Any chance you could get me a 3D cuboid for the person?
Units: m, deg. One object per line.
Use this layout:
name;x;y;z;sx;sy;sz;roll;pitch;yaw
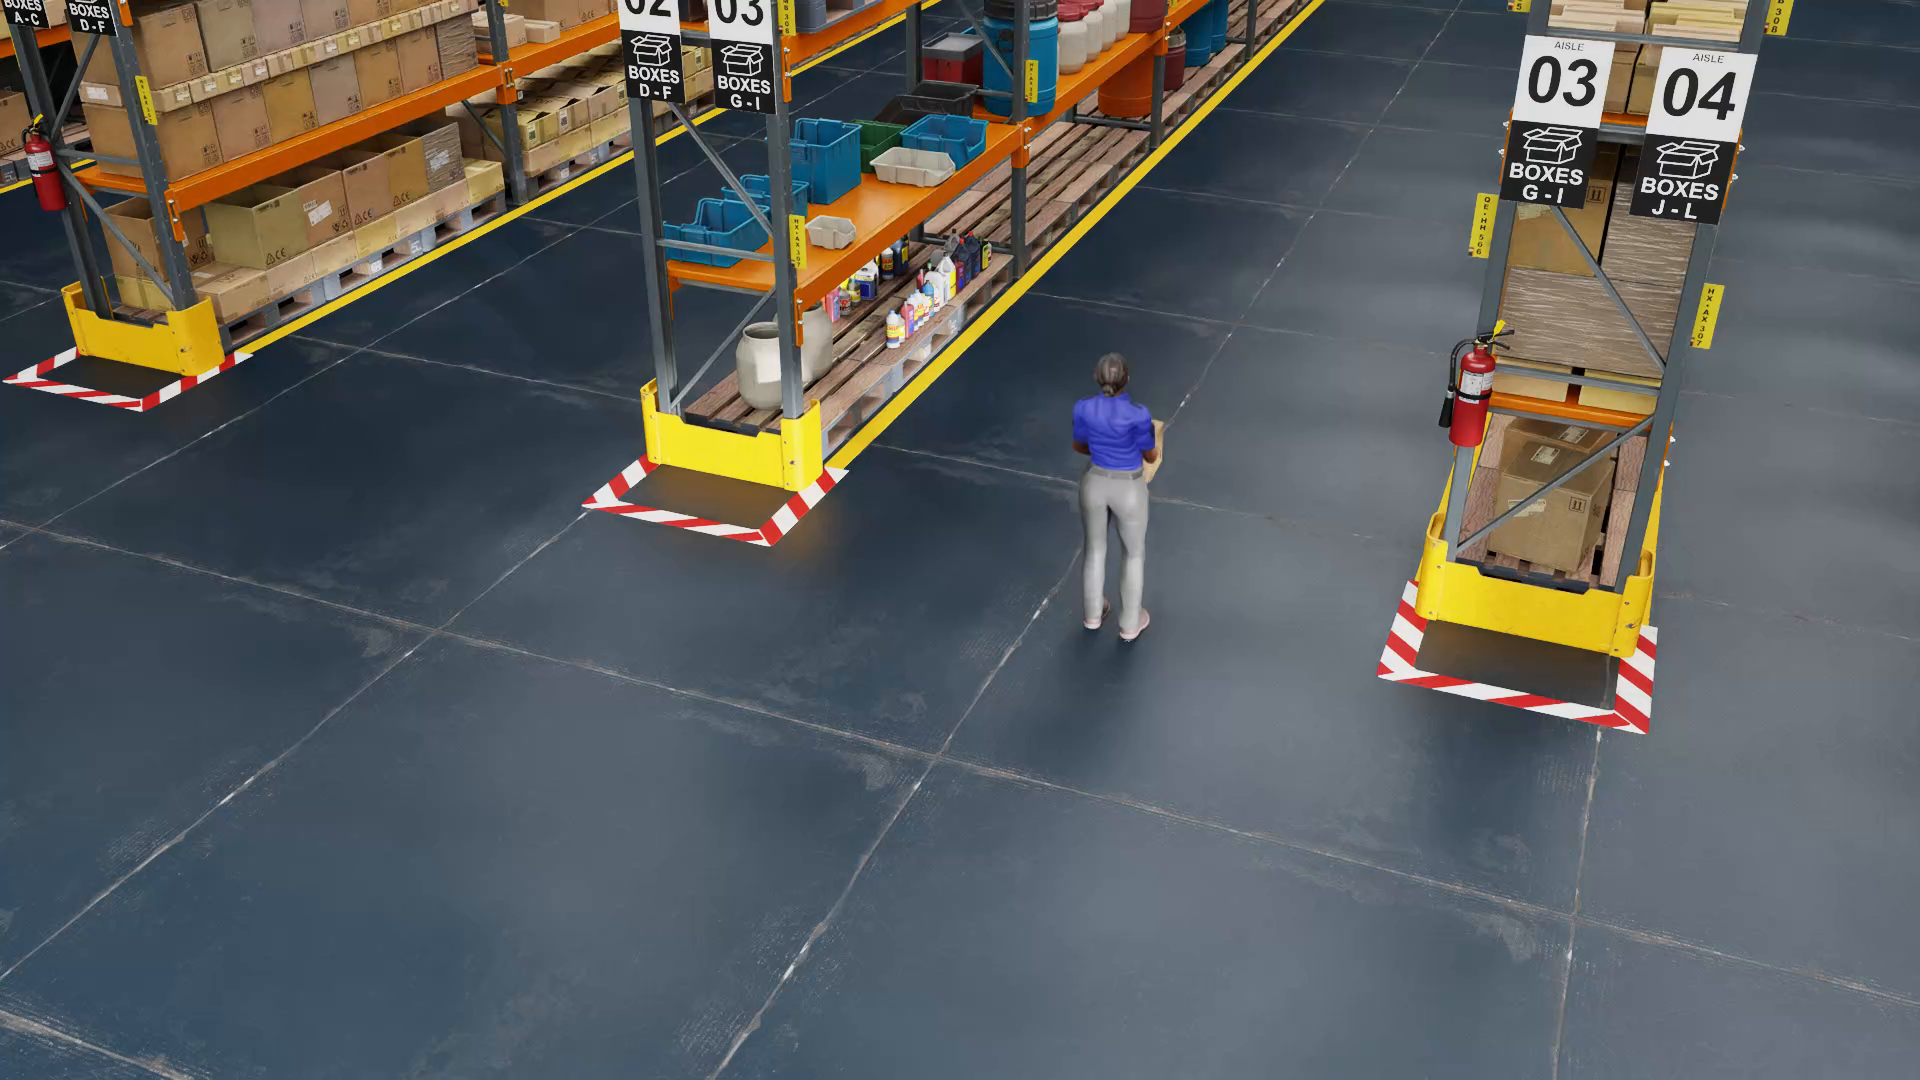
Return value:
person;0.831;-0.284;8.893;0.458;1.653;0.510;10;31;17
